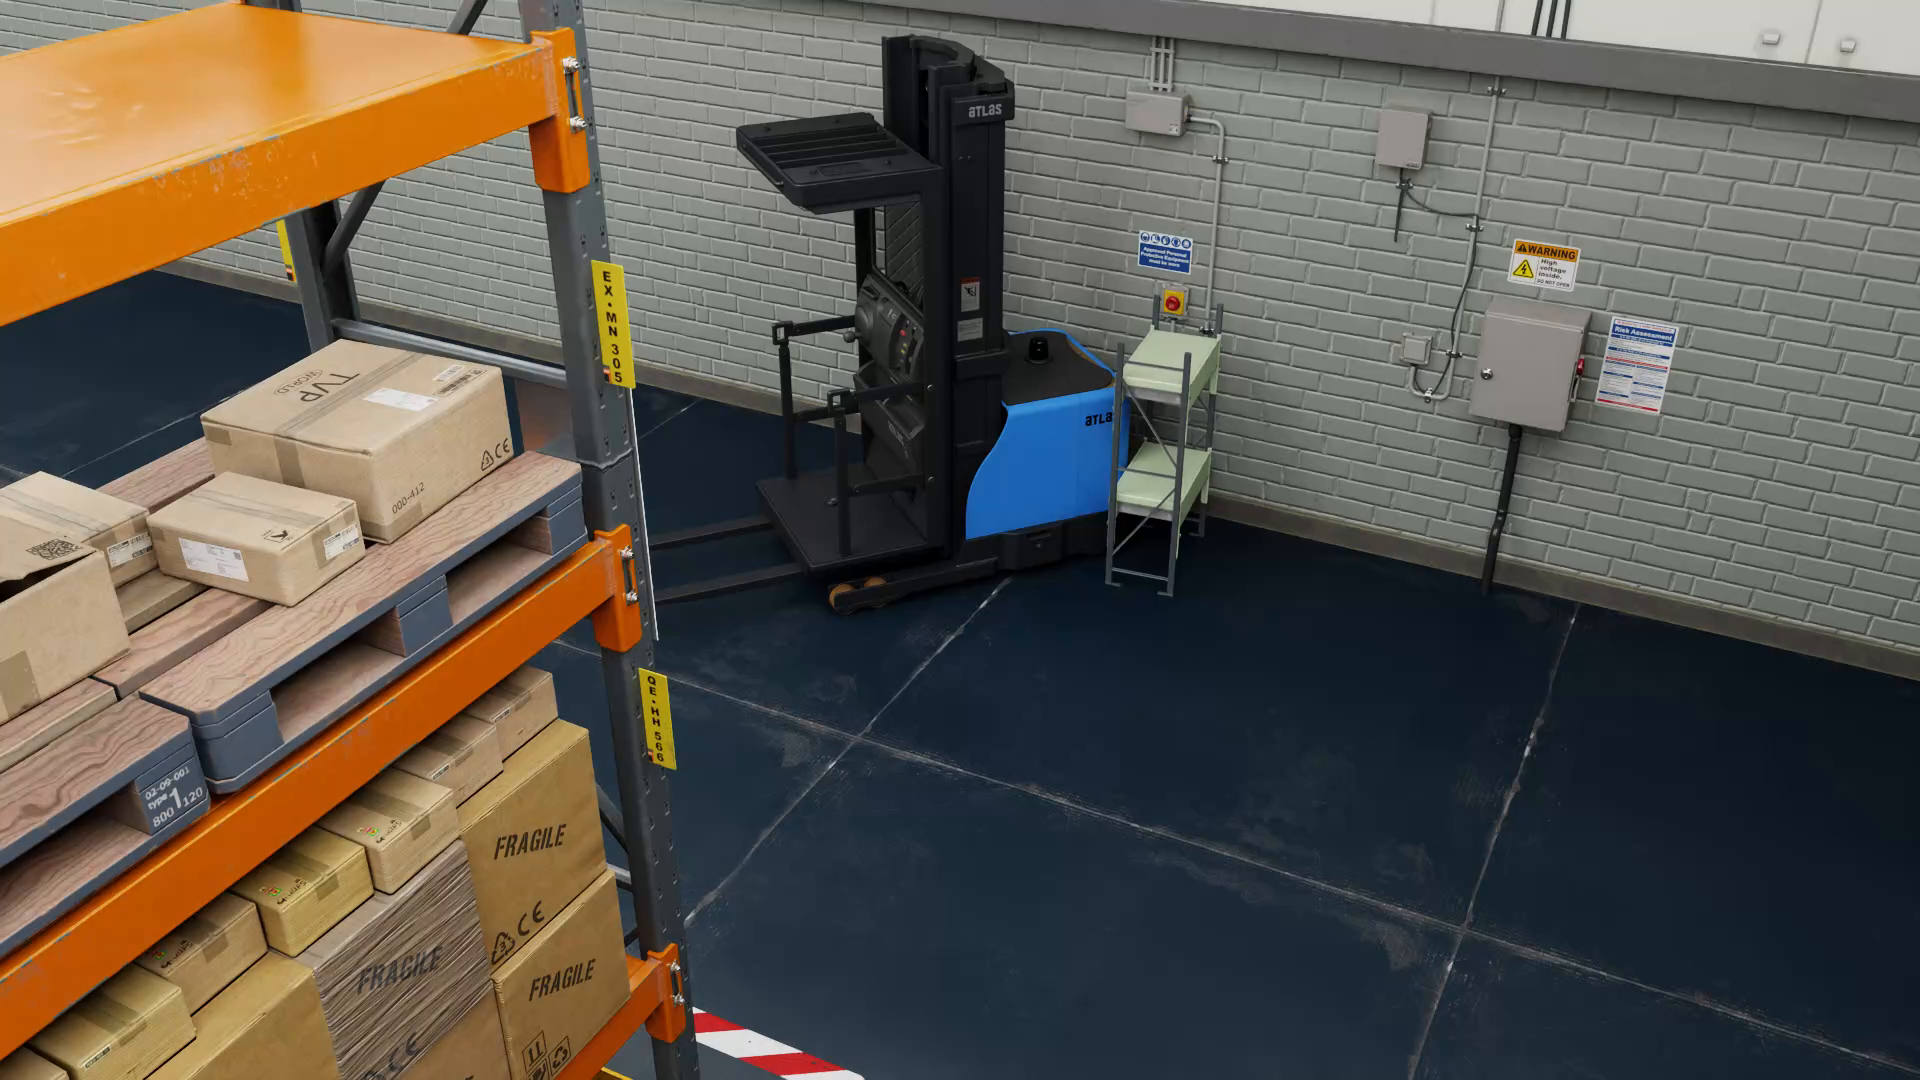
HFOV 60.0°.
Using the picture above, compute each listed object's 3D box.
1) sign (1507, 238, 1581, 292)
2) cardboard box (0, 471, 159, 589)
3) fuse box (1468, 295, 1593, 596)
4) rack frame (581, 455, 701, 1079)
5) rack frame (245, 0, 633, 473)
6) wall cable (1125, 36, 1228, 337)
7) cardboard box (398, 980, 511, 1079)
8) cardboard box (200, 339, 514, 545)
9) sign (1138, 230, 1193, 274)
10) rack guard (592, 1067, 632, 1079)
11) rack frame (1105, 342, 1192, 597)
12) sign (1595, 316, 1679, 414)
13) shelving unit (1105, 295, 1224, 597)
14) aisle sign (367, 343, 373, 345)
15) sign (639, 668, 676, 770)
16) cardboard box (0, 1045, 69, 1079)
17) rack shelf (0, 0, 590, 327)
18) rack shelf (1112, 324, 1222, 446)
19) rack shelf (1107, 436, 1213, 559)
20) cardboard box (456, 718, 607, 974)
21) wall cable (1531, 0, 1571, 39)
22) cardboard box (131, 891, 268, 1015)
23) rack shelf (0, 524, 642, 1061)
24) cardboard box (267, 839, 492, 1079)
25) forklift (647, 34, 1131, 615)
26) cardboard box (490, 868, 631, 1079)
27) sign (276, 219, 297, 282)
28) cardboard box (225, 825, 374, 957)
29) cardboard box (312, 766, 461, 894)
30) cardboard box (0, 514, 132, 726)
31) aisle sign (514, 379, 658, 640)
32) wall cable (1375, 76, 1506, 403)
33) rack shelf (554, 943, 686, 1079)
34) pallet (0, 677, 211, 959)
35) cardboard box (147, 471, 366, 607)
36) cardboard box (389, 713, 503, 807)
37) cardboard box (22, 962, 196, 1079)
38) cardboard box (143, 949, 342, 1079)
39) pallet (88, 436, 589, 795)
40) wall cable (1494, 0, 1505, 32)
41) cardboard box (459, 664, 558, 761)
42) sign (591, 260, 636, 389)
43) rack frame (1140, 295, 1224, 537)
[{"bbox_3d":[3.056,-1.440,8.706,0.339,0.242,0.001,14,33,23],"label":"sign"},{"bbox_3d":[-2.041,0.000,3.747,0.380,0.149,0.250,16,33,25],"label":"cardboard box"},{"bbox_3d":[3.011,-0.418,9.051,0.539,1.711,0.414,14,33,23],"label":"fuse box"},{"bbox_3d":[-1.341,0.987,5.310,1.000,3.000,0.127,14,33,23],"label":"rack frame"},{"bbox_3d":[-1.341,-1.615,3.816,1.000,3.000,0.127,14,33,23],"label":"rack frame"},{"bbox_3d":[1.207,-1.972,9.411,0.585,1.953,0.123,14,33,23],"label":"wall cable"},{"bbox_3d":[-1.567,1.436,4.427,0.500,0.500,0.500,14,33,22],"label":"cardboard box"},{"bbox_3d":[-1.466,-0.255,4.088,0.500,0.250,0.500,11,32,19],"label":"cardboard box"},{"bbox_3d":[1.192,-1.674,9.671,0.327,0.218,0.001,14,33,23],"label":"sign"},{"bbox_3d":[-1.330,2.060,5.951,1.175,0.500,0.348,14,33,23],"label":"rack guard"},{"bbox_3d":[1.028,-0.366,9.171,0.400,1.500,0.023,11,32,18],"label":"rack frame"},{"bbox_3d":[3.545,-0.916,8.718,0.329,0.494,0.001,14,33,23],"label":"sign"},{"bbox_3d":[1.159,-0.536,9.468,0.431,1.500,0.755,11,32,18],"label":"shelving unit"},{"bbox_3d":[-1.566,-0.238,4.833,0.394,0.787,0.004,14,33,23],"label":"aisle sign"},{"bbox_3d":[-0.864,0.511,4.738,0.100,0.325,0.005,14,33,23],"label":"sign"},{"bbox_3d":[-1.995,1.123,3.317,0.380,0.149,0.250,15,33,25],"label":"cardboard box"},{"bbox_3d":[-2.252,-0.243,2.551,1.077,0.370,4.000,14,33,23],"label":"rack shelf"},{"bbox_3d":[1.159,-0.874,9.273,0.431,0.370,0.720,11,32,18],"label":"rack shelf"},{"bbox_3d":[1.159,-0.253,9.630,0.431,0.370,0.720,11,32,18],"label":"rack shelf"},{"bbox_3d":[-1.349,0.777,4.570,0.500,0.500,0.500,15,33,25],"label":"cardboard box"},{"bbox_3d":[4.131,-3.396,6.881,2.988,3.039,0.133,14,33,23],"label":"wall cable"},{"bbox_3d":[-1.797,0.887,3.729,0.380,0.149,0.250,14,33,23],"label":"cardboard box"},{"bbox_3d":[-2.252,0.885,3.198,1.077,0.370,4.000,14,33,23],"label":"rack shelf"},{"bbox_3d":[-1.561,1.016,4.155,0.500,0.500,0.500,14,33,23],"label":"cardboard box"},{"bbox_3d":[-0.577,-1.152,9.104,3.031,2.935,1.130,-12,32,-19],"label":"forklift"},{"bbox_3d":[-1.325,1.217,4.808,0.500,0.500,0.500,14,33,24],"label":"cardboard box"},{"bbox_3d":[-1.832,-0.856,4.550,0.100,0.325,0.005,14,33,23],"label":"sign"},{"bbox_3d":[-1.614,0.787,3.902,0.380,0.149,0.250,15,33,24],"label":"cardboard box"},{"bbox_3d":[-1.463,0.684,4.081,0.380,0.149,0.250,14,33,23],"label":"cardboard box"},{"bbox_3d":[-2.067,0.151,3.320,0.500,0.311,0.500,15,33,24],"label":"cardboard box"},{"bbox_3d":[-1.032,-0.102,4.596,0.394,0.787,0.004,14,33,23],"label":"aisle sign"},{"bbox_3d":[2.475,-1.642,8.868,0.588,1.984,0.122,14,33,23],"label":"wall cable"},{"bbox_3d":[-2.252,2.185,3.945,1.077,0.370,4.000,14,33,23],"label":"rack shelf"},{"bbox_3d":[-2.224,0.598,3.063,1.003,0.211,1.213,14,33,23],"label":"pallet"},{"bbox_3d":[-1.586,-0.007,3.758,0.380,0.149,0.250,12,32,19],"label":"cardboard box"},{"bbox_3d":[-1.420,0.551,4.313,0.380,0.149,0.250,15,33,24],"label":"cardboard box"},{"bbox_3d":[-1.859,1.011,3.512,0.380,0.149,0.250,15,33,24],"label":"cardboard box"},{"bbox_3d":[-1.789,1.234,3.774,0.500,0.500,0.500,14,33,23],"label":"cardboard box"},{"bbox_3d":[-1.670,0.056,4.008,1.003,0.211,1.213,14,33,23],"label":"pallet"},{"bbox_3d":[1.668,-4.029,8.019,2.355,3.000,0.029,14,33,23],"label":"wall cable"},{"bbox_3d":[-1.326,0.433,4.519,0.380,0.149,0.250,15,33,24],"label":"cardboard box"},{"bbox_3d":[-0.864,-0.534,4.137,0.100,0.325,0.005,14,33,23],"label":"sign"},{"bbox_3d":[1.291,-0.706,9.764,0.400,1.500,0.023,11,32,18],"label":"rack frame"}]
